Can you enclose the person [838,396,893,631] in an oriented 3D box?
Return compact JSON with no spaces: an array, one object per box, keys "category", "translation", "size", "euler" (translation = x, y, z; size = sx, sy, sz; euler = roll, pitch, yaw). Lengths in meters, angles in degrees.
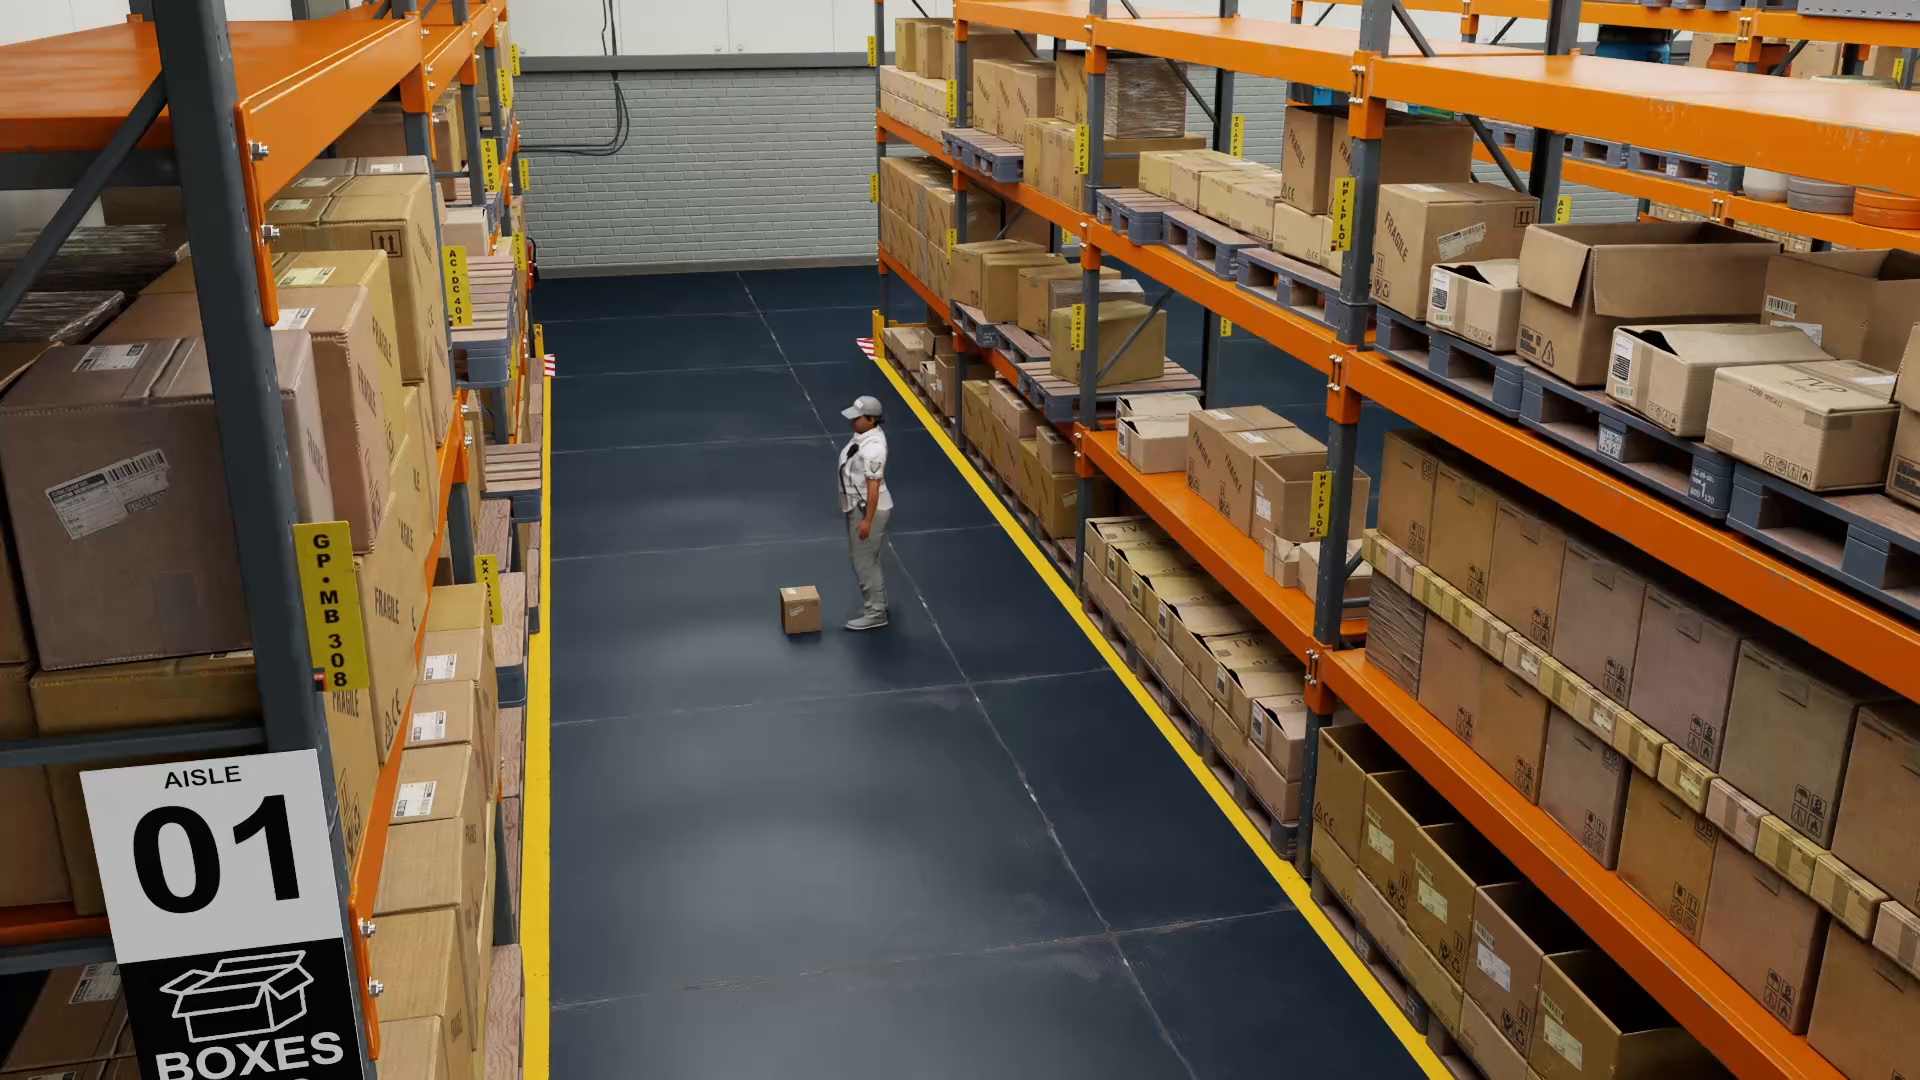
[{"category":"person","translation":[-0.665,-0.175,11.637],"size":[0.385,1.709,0.468],"euler":[-4,20,-11]}]
